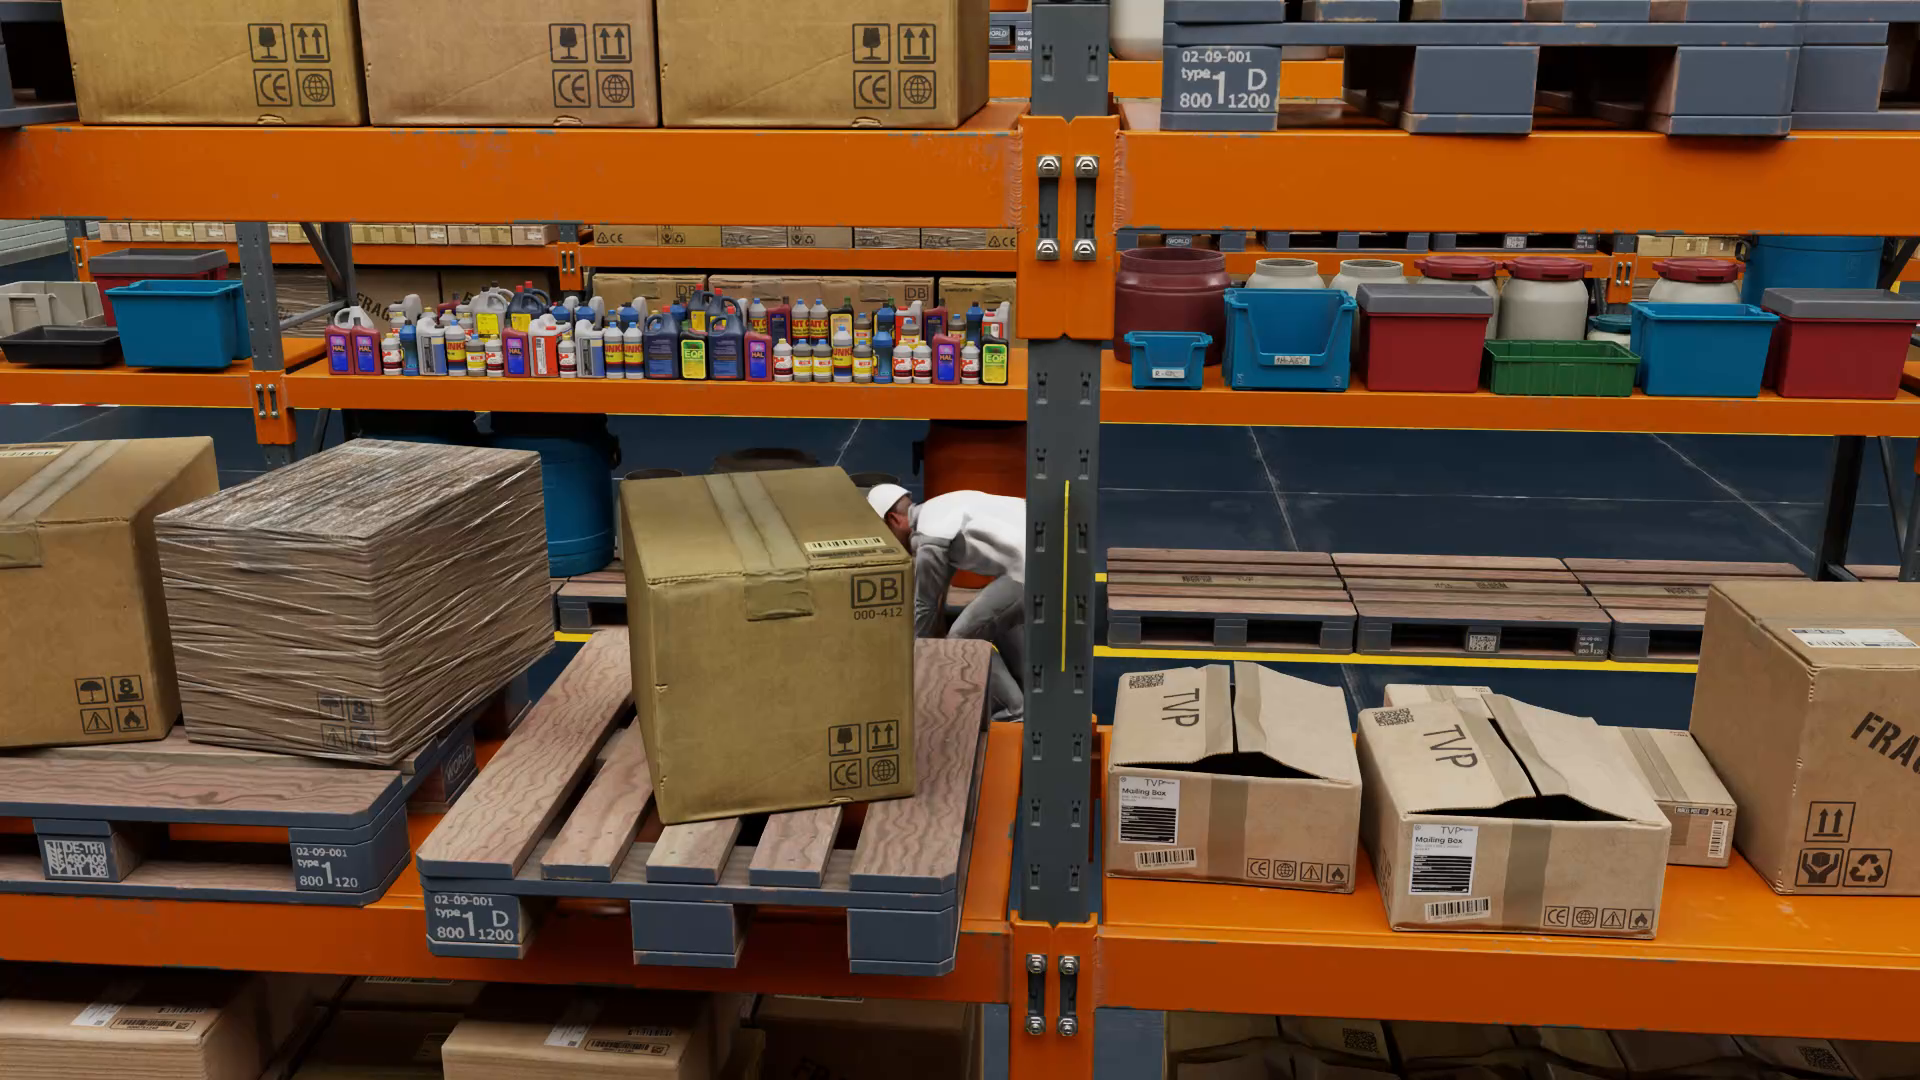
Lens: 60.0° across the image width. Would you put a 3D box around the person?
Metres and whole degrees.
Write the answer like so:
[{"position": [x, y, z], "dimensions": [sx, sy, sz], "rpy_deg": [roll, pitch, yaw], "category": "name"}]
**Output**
[{"position": [0.045, 0.291, 7.315], "dimensions": [0.999, 1.032, 0.512], "rpy_deg": [7, 19, 22], "category": "person"}]
